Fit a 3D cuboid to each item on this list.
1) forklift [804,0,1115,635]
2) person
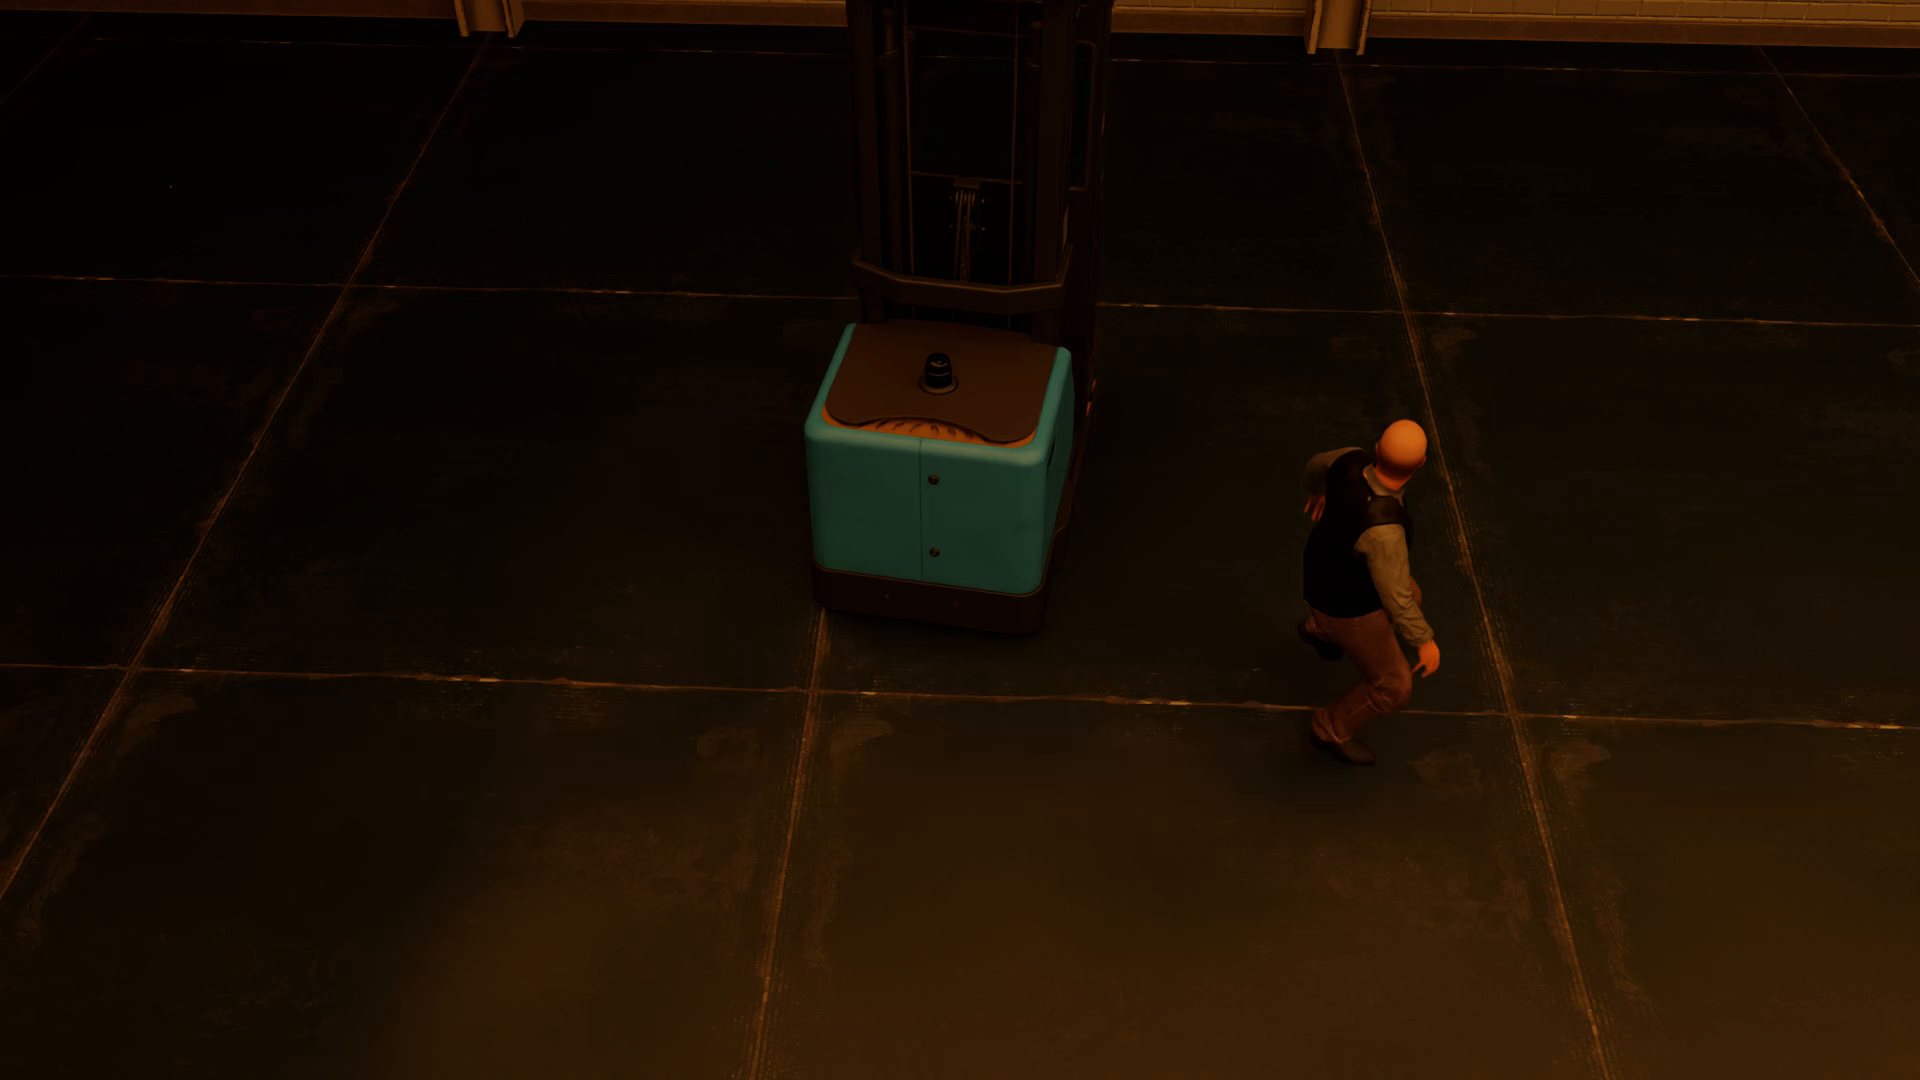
[{"bbox_3d":[0.121,-1.666,7.567,1.130,2.935,3.031,7,43,8],"label":"forklift"},{"bbox_3d":[1.607,0.156,6.567,0.561,1.613,0.835,6,43,6],"label":"person"}]
